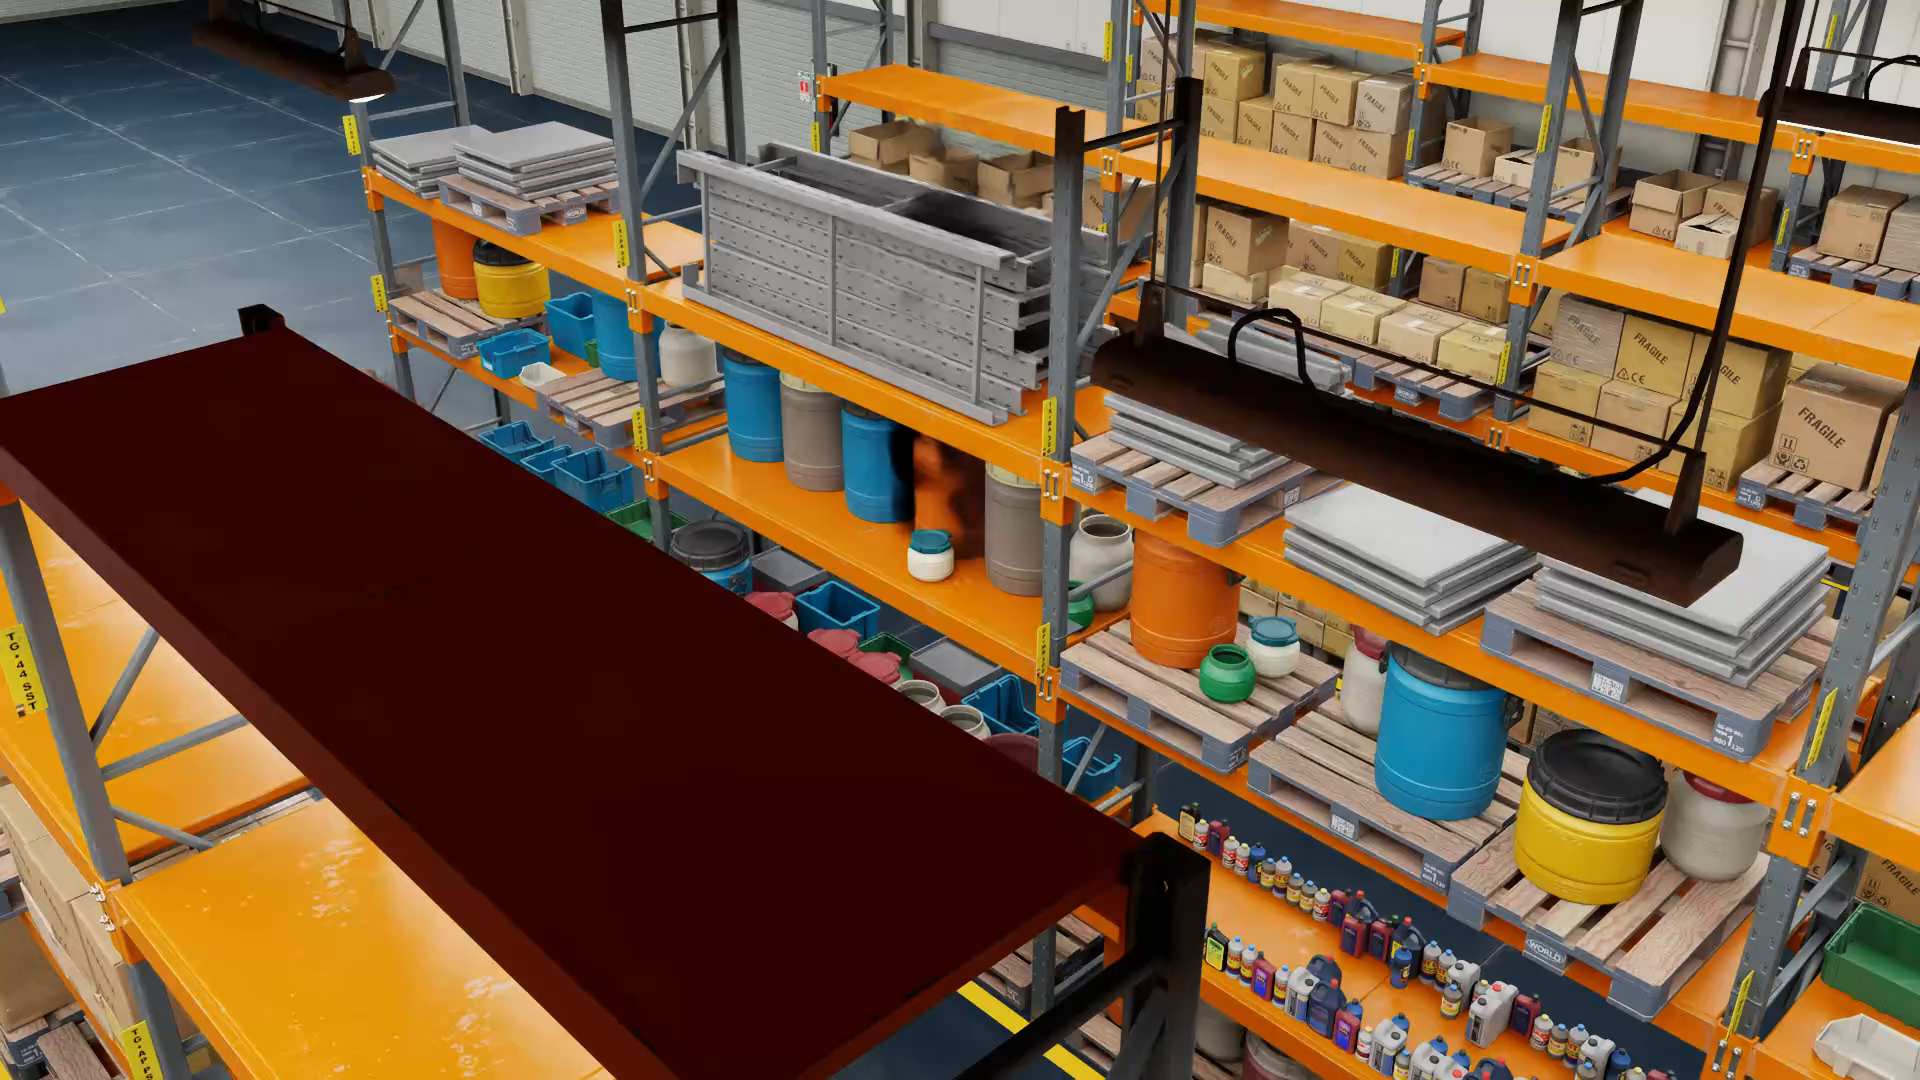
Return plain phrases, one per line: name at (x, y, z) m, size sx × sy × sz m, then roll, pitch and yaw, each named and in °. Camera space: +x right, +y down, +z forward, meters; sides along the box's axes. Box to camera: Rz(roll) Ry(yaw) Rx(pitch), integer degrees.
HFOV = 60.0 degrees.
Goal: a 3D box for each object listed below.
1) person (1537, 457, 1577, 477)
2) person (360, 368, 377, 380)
person at (5.357, -0.131, 15.365) m, size 0.547 × 1.731 × 0.741 m, roll -25°, pitch 37°, yaw -38°
person at (-5.843, -0.992, 16.951) m, size 0.694 × 1.689 × 0.699 m, roll -8°, pitch 29°, yaw -14°
